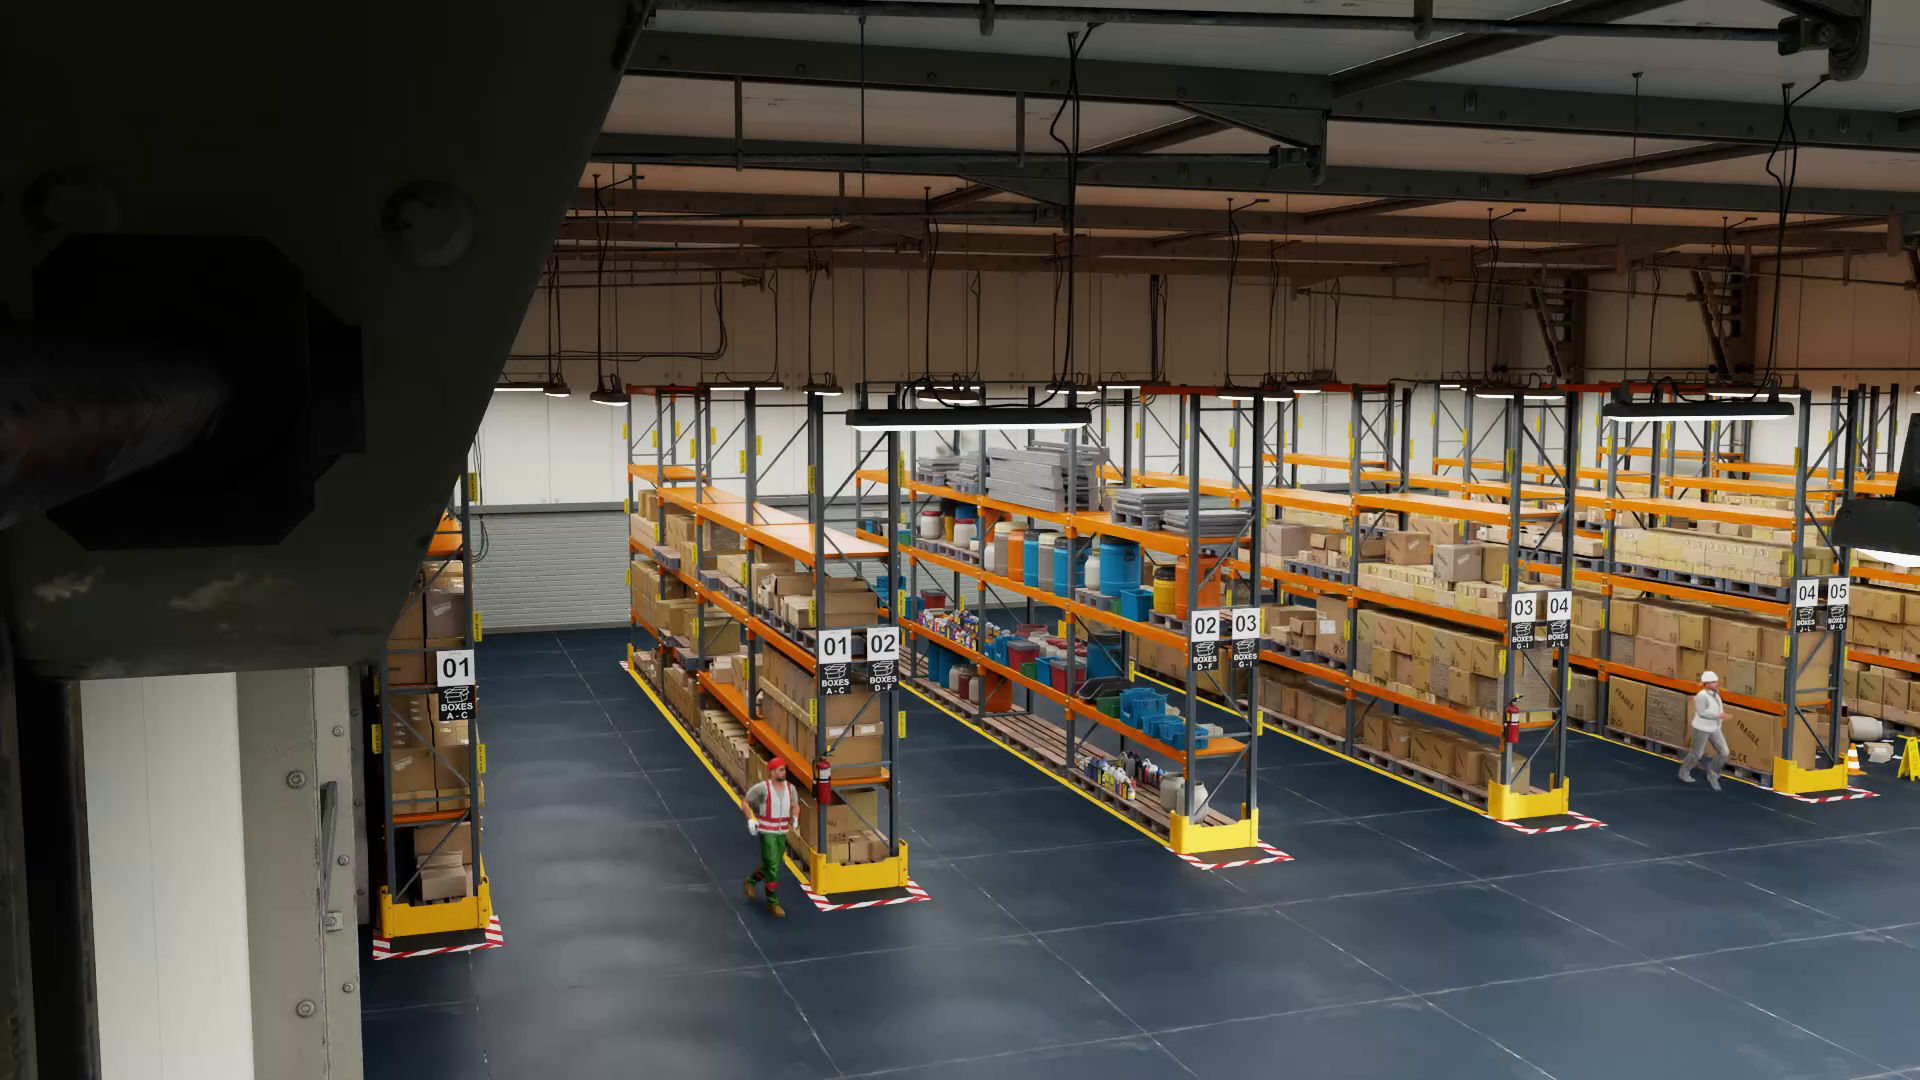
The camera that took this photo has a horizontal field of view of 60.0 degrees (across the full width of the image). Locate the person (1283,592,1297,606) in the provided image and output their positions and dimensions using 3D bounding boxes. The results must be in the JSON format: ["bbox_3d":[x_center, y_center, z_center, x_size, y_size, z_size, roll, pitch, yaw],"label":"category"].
[{"bbox_3d":[8.199,1.328,41.360,0.796,1.477,0.569,4,7,36],"label":"person"}]

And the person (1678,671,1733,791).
[{"bbox_3d":[11.253,2.874,25.036,0.620,1.823,0.827,-4,7,-31],"label":"person"}]

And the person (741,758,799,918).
[{"bbox_3d":[-2.198,3.439,19.546,0.699,1.778,0.842,-5,8,-42],"label":"person"}]
